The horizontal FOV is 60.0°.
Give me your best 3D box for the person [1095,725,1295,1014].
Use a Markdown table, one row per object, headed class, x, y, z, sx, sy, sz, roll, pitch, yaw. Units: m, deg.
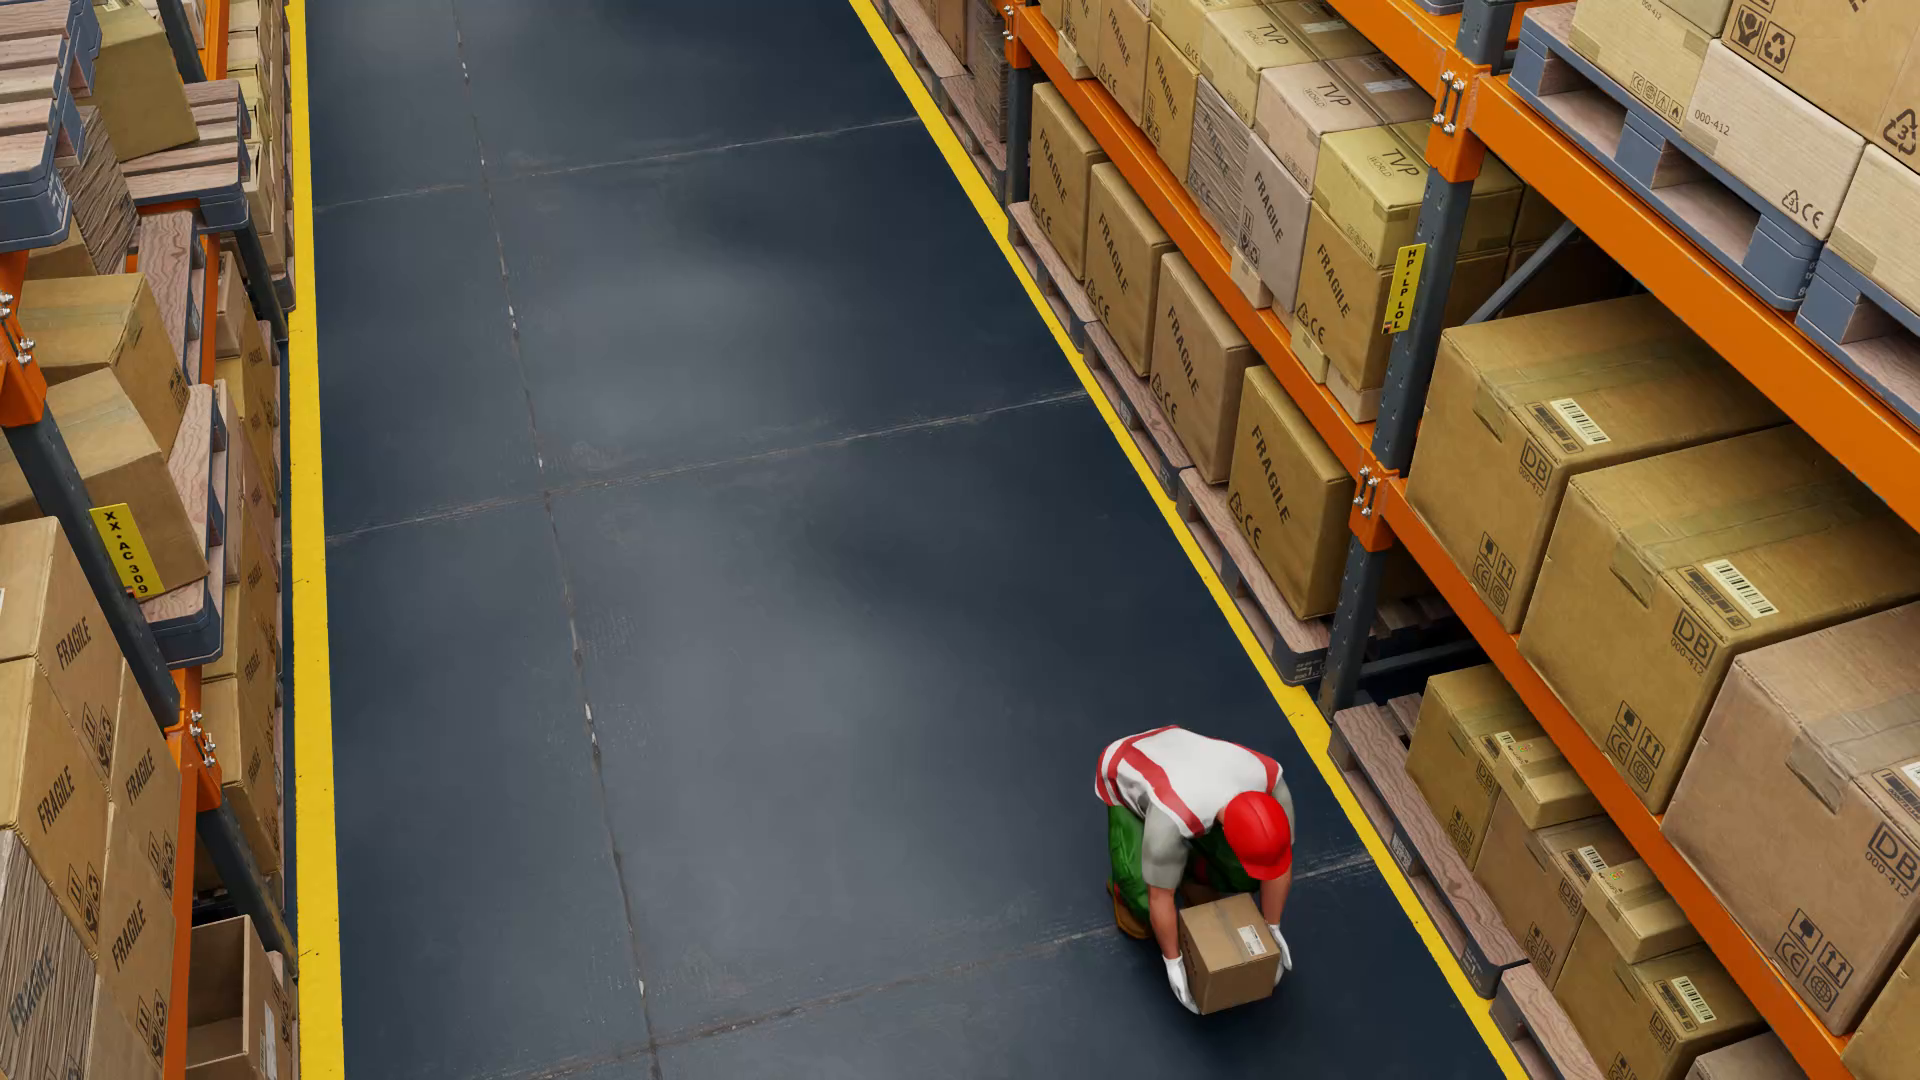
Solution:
| class | x | y | z | sx | sy | sz | roll | pitch | yaw |
| --- | --- | --- | --- | --- | --- | --- | --- | --- | --- |
| person | 0.799 | 1.004 | 5.612 | 0.573 | 1.006 | 0.884 | -12 | 43 | -13 |
